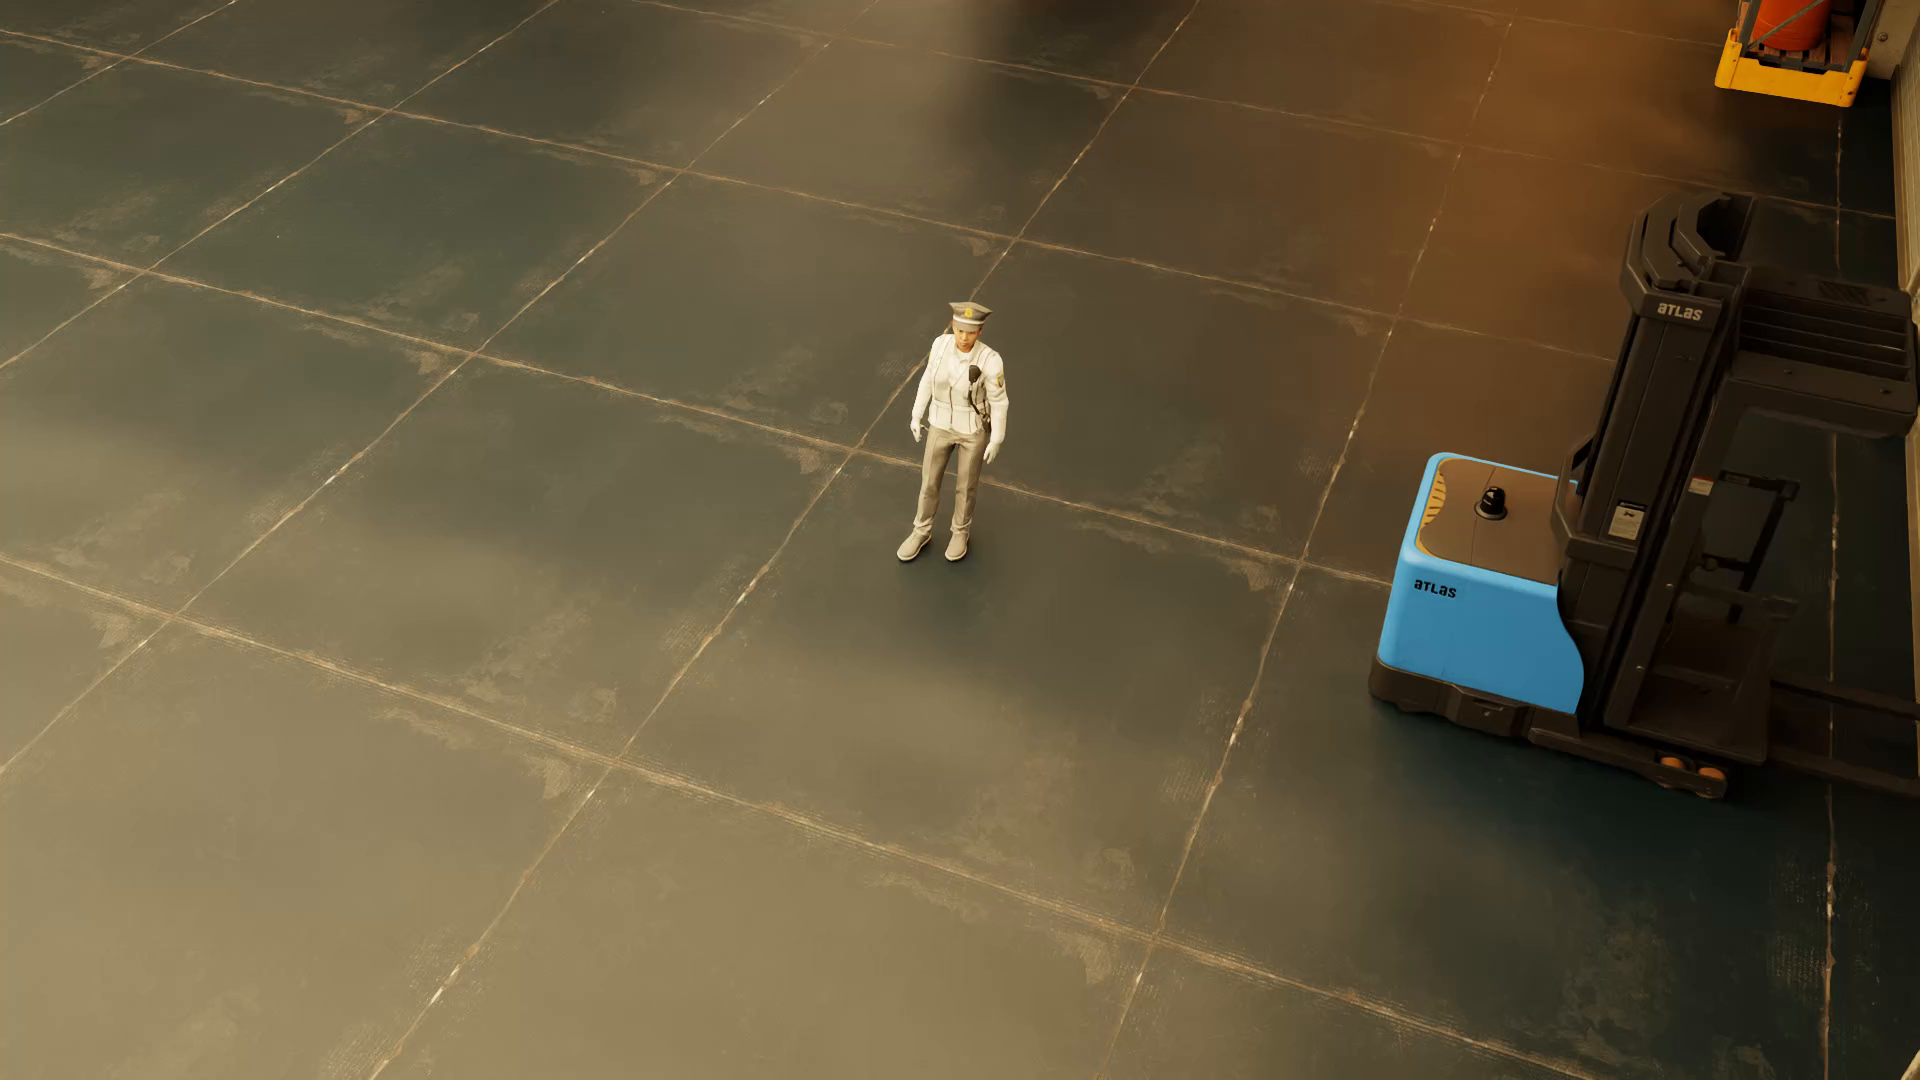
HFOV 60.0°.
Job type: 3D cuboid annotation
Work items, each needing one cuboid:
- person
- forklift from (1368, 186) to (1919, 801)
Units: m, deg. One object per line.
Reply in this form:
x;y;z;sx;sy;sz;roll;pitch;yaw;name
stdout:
-0.032;-0.617;9.696;0.588;1.696;0.533;15;42;17;person
3.830;-0.164;8.202;3.031;2.935;1.130;15;42;17;forklift
